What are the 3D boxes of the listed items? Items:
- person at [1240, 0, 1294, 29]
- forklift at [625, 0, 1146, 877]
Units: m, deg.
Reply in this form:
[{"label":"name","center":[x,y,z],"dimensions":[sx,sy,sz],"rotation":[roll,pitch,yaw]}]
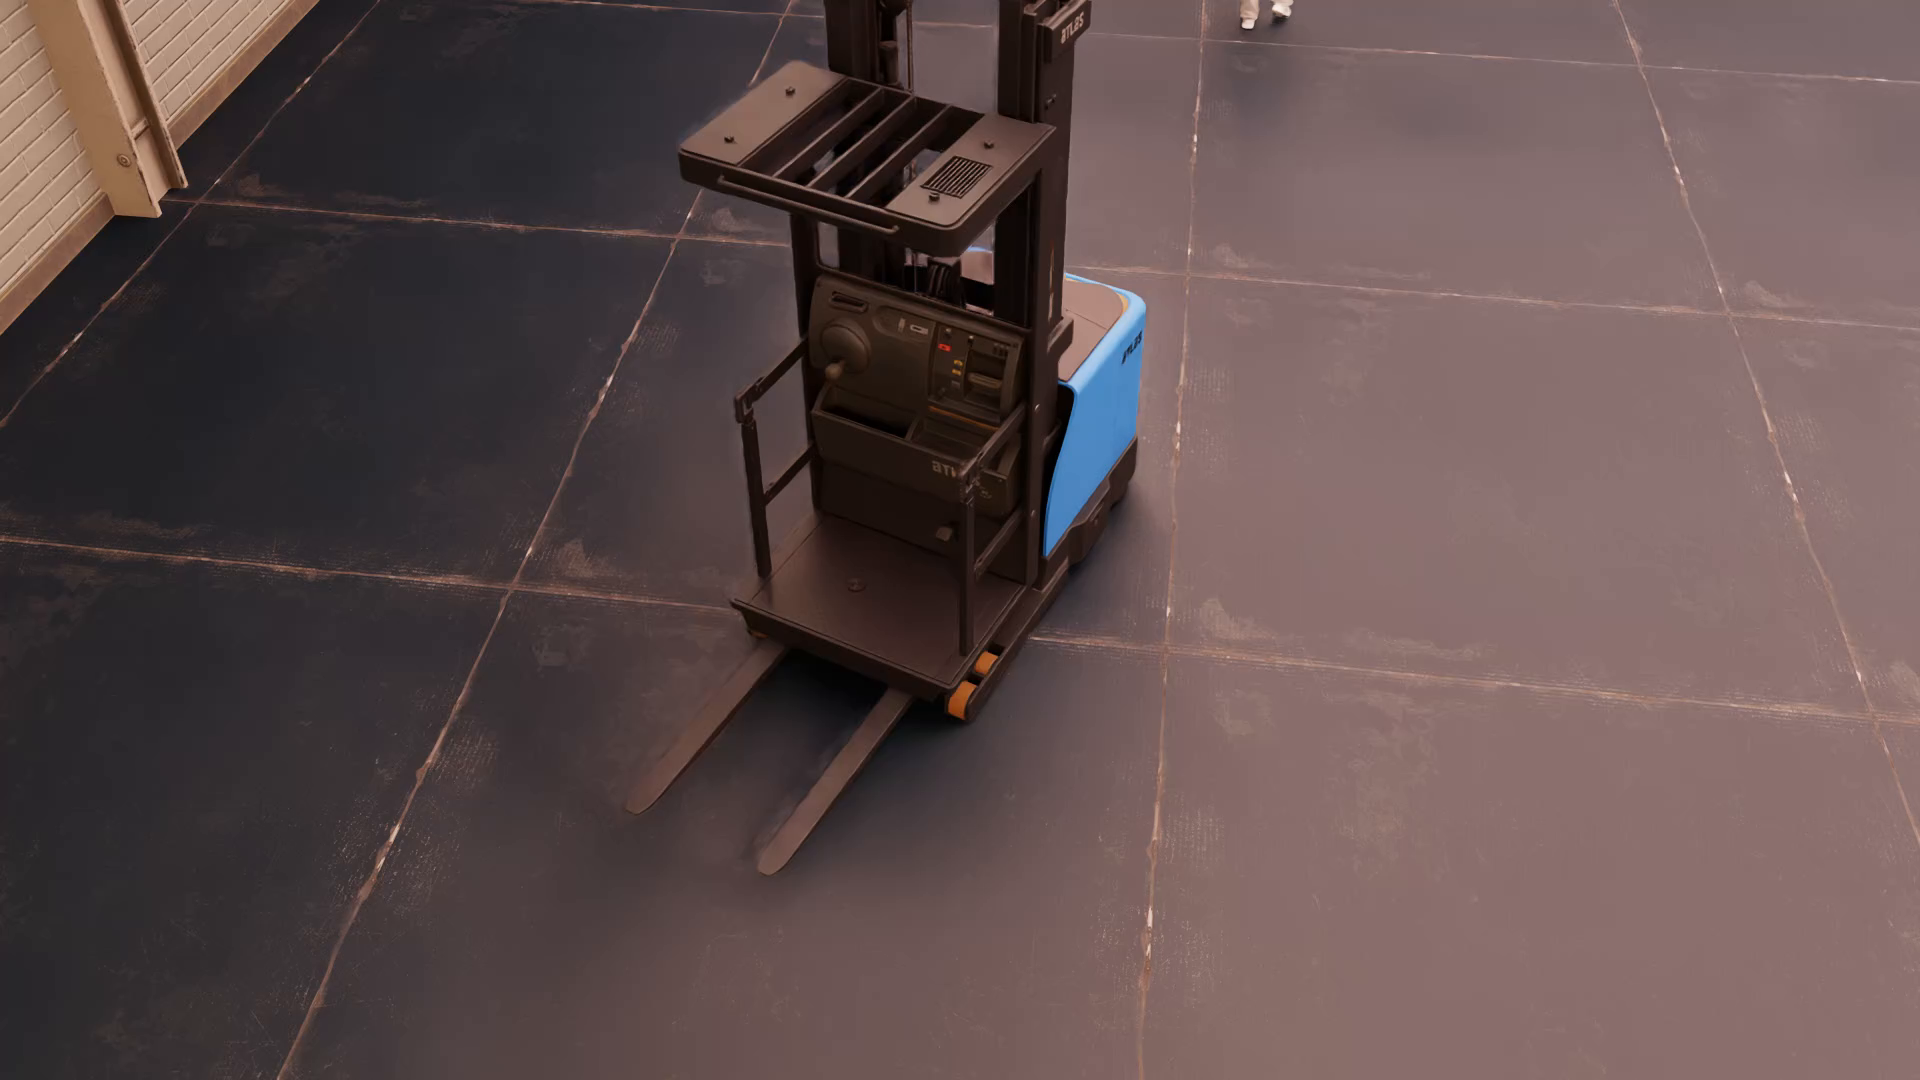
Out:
[{"label":"person","center":[2.144,-4.349,11.437],"dimensions":[0.828,1.699,0.497],"rotation":[14,44,15]},{"label":"forklift","center":[-0.286,-0.669,6.453],"dimensions":[1.130,2.935,3.031],"rotation":[20,46,20]}]
